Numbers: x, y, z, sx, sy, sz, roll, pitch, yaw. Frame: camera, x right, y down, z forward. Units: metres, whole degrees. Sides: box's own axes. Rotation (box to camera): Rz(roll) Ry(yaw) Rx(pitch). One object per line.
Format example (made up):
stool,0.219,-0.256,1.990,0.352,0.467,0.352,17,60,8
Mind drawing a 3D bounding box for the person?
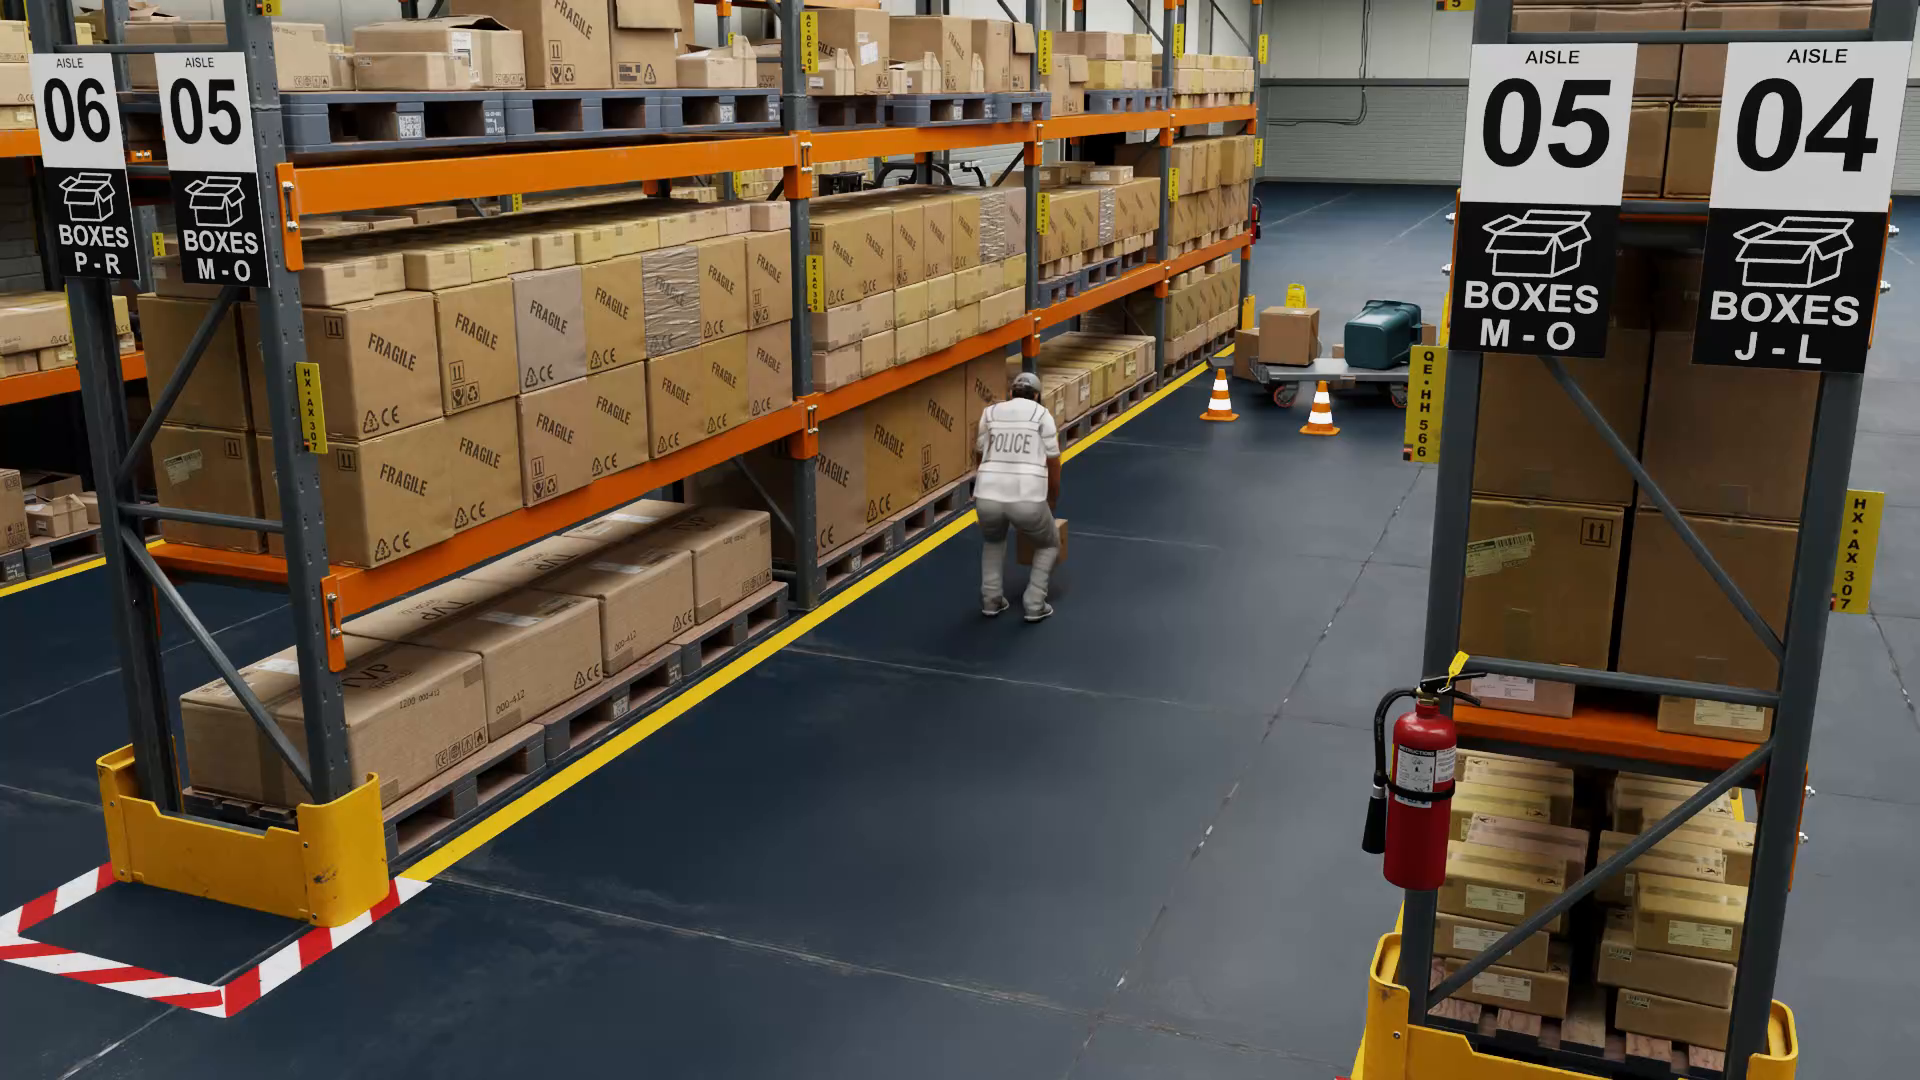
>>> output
person,0.322,-0.253,9.886,0.533,1.432,0.691,6,17,21
